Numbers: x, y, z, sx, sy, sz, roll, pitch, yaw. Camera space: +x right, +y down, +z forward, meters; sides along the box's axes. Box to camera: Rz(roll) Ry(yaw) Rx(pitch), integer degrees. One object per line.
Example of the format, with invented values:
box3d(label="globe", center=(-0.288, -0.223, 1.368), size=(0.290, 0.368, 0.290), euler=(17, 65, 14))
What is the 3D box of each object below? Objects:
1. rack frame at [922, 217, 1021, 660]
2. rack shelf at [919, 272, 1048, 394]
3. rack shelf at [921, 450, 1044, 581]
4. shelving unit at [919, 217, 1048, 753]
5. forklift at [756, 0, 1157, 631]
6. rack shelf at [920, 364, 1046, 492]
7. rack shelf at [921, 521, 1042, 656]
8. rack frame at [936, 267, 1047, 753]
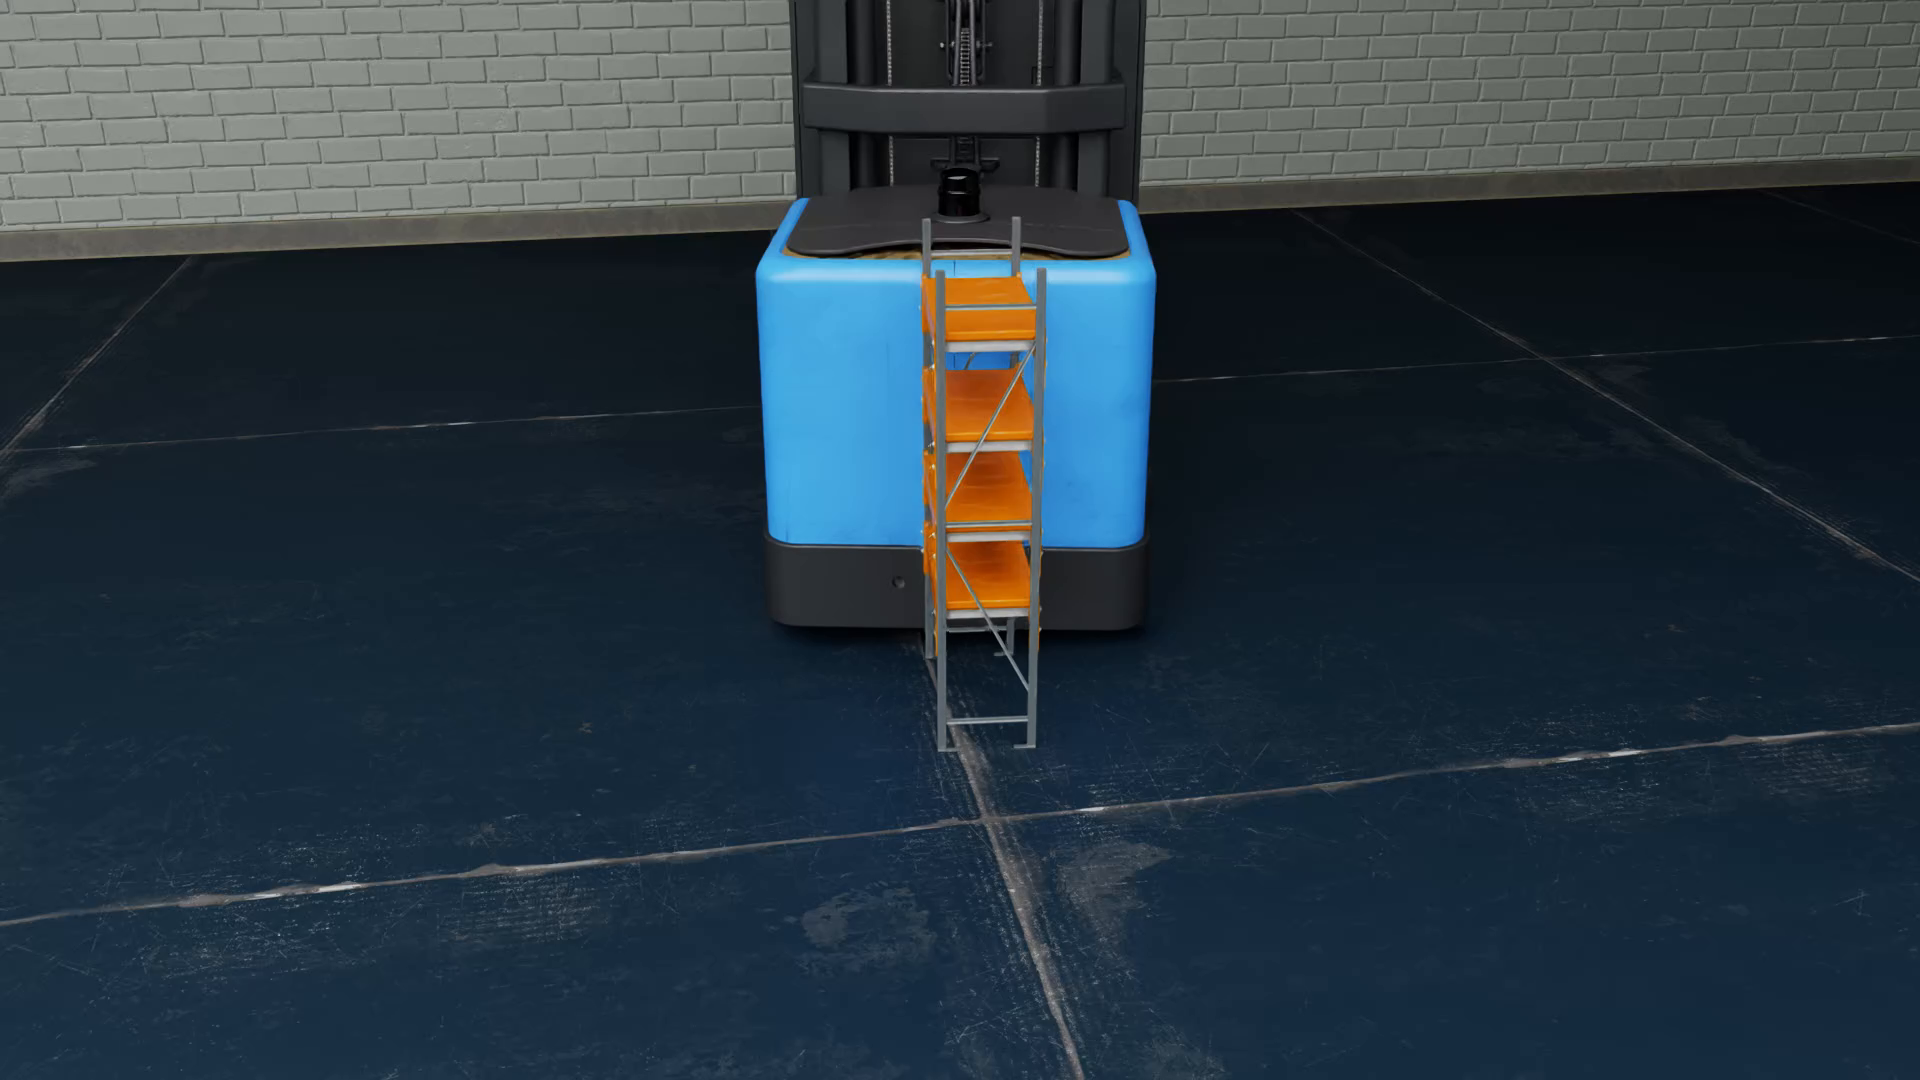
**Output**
box3d(label="rack frame", center=(0.027, -0.231, 4.276), size=(0.240, 1.200, 0.015), euler=(-2, 24, -4))
box3d(label="rack shelf", center=(0.047, -0.493, 3.895), size=(0.258, 0.148, 0.480), euler=(-2, 24, -4))
box3d(label="rack shelf", center=(0.047, -0.072, 4.080), size=(0.258, 0.148, 0.480), euler=(-2, 24, -4))
box3d(label="shelving unit", center=(0.047, -0.133, 4.053), size=(0.258, 1.200, 0.503), euler=(-2, 24, -4))
box3d(label="forklift", center=(0.031, -1.642, 5.346), size=(1.130, 2.935, 3.031), euler=(1, 24, 2))
box3d(label="rack shelf", center=(0.047, -0.276, 3.990), size=(0.258, 0.148, 0.480), euler=(-2, 24, -4))
box3d(label="rack shelf", center=(0.046, 0.110, 4.161), size=(0.258, 0.148, 0.480), euler=(-2, 24, -4))
box3d(label="rack frame", center=(0.066, -0.035, 3.831), size=(0.240, 1.200, 0.015), euler=(-2, 24, -4))
